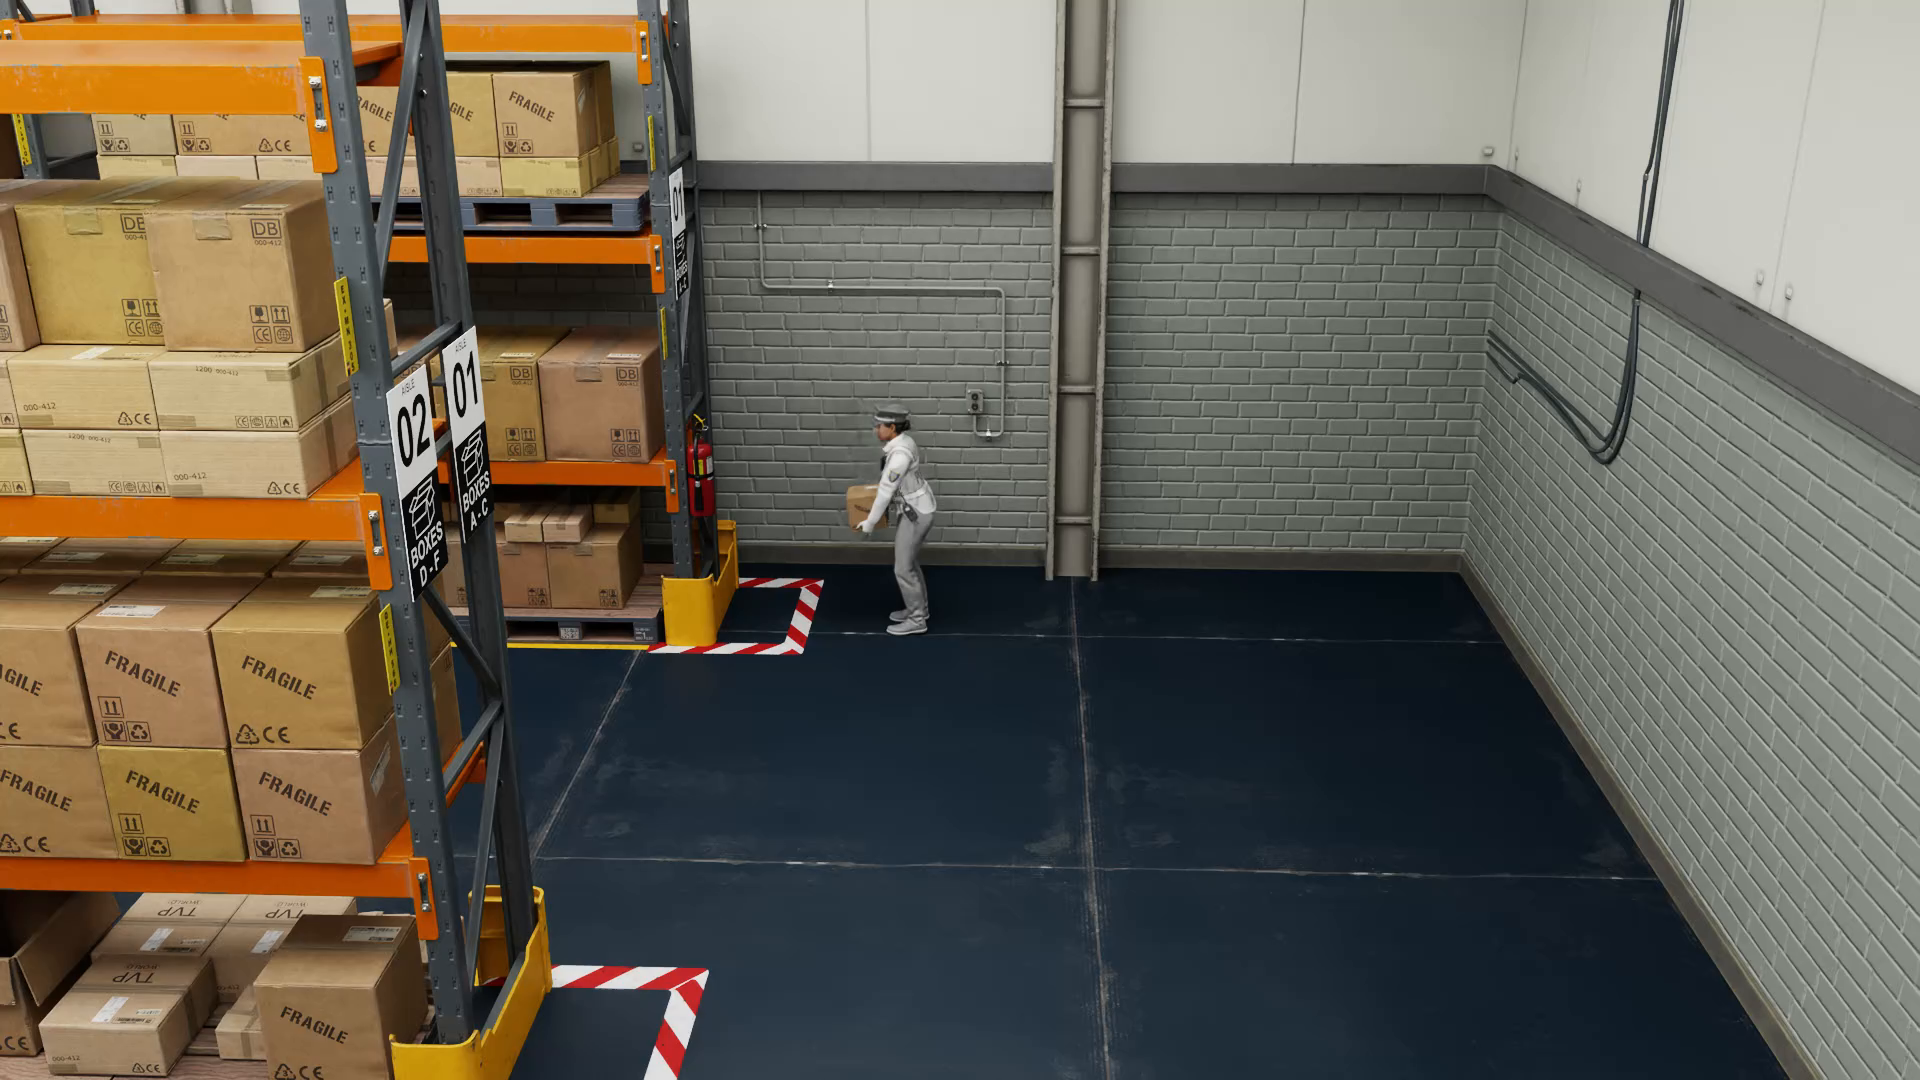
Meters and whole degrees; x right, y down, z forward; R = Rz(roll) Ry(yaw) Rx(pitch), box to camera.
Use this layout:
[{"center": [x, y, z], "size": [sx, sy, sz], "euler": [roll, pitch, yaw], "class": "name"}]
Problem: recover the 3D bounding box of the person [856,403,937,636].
[{"center": [-0.437, -0.151, 11.512], "size": [0.553, 1.647, 0.415], "euler": [0, 21, 1], "class": "person"}]
